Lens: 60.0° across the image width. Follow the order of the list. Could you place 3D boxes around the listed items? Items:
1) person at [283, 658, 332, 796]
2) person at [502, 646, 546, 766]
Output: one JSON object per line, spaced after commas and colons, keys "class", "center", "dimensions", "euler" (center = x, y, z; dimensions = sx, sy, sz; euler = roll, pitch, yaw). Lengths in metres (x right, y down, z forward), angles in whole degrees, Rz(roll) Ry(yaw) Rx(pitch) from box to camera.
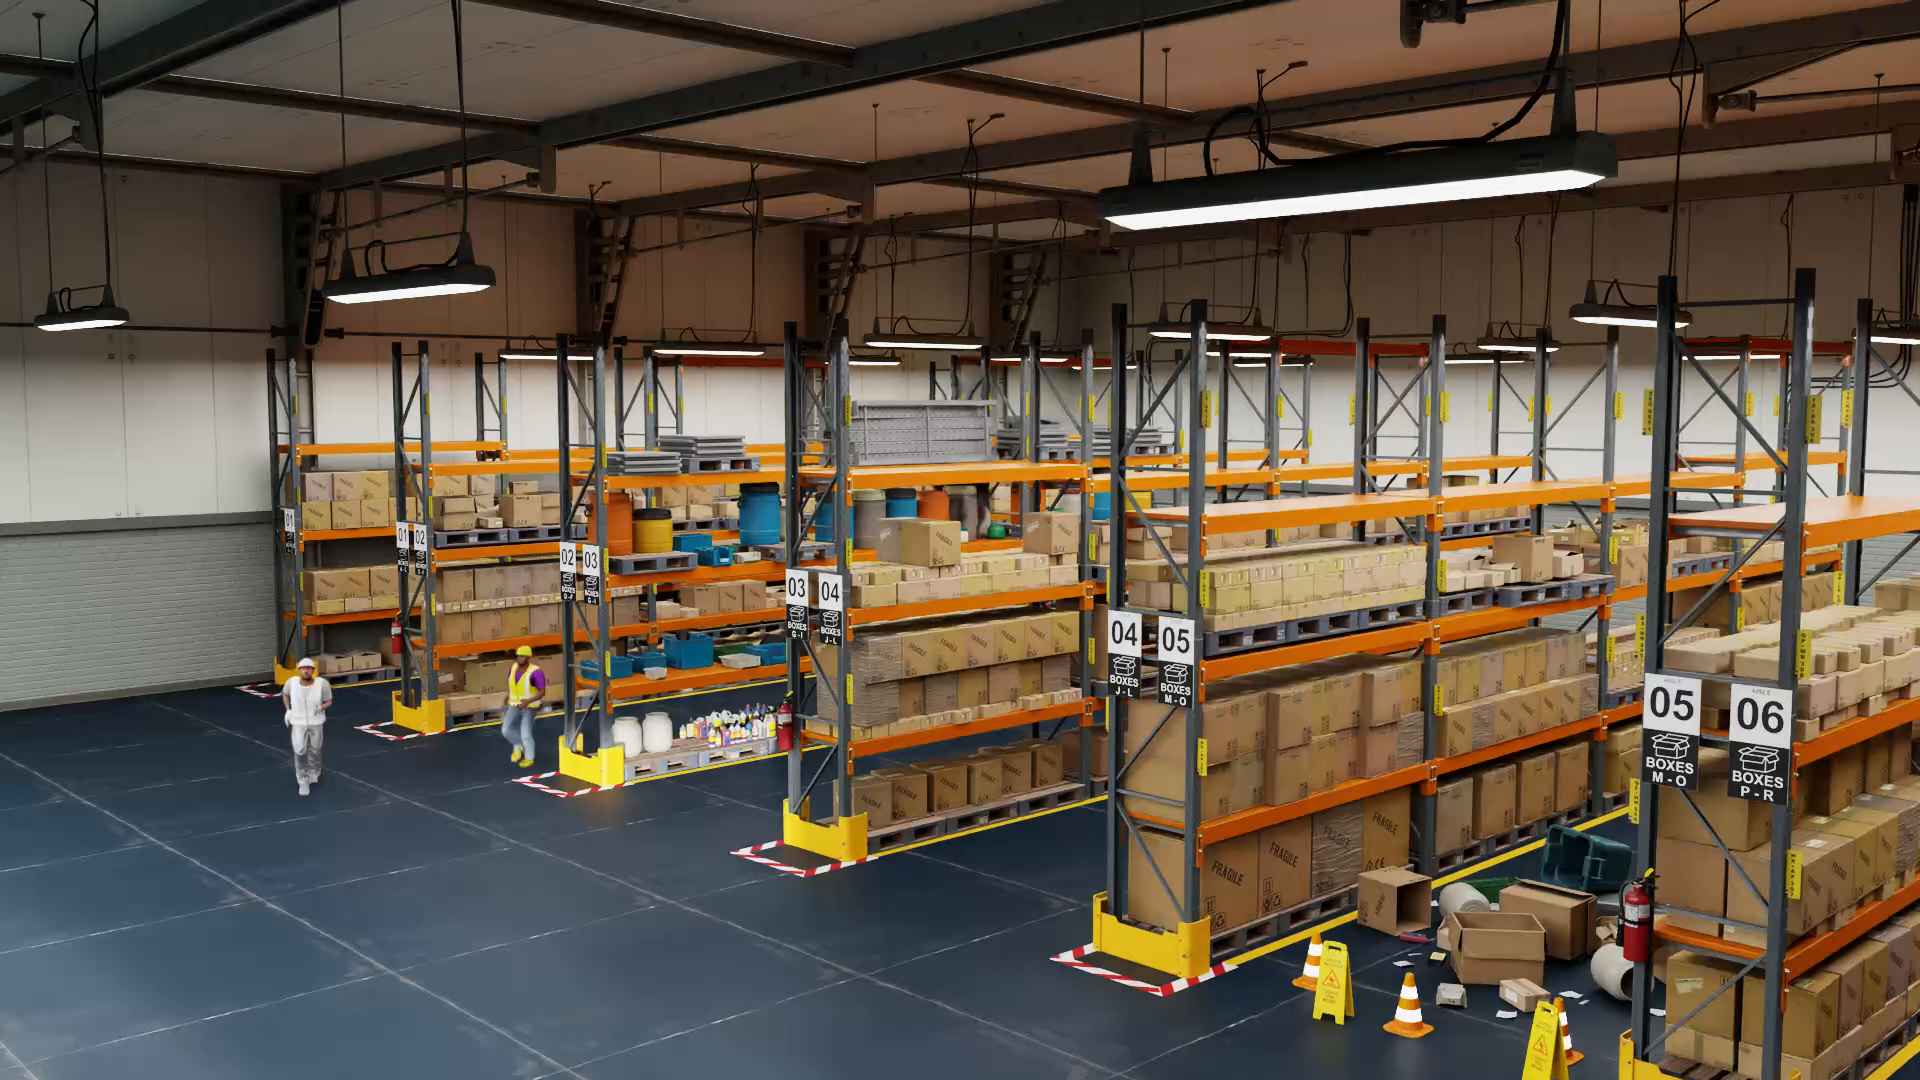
{"class": "person", "center": [-8.500, 2.421, 21.696], "dimensions": [0.583, 1.811, 0.862], "euler": [-2, 5, -23]}
{"class": "person", "center": [-6.075, 2.313, 23.146], "dimensions": [0.702, 1.722, 0.588], "euler": [2, 5, 19]}
